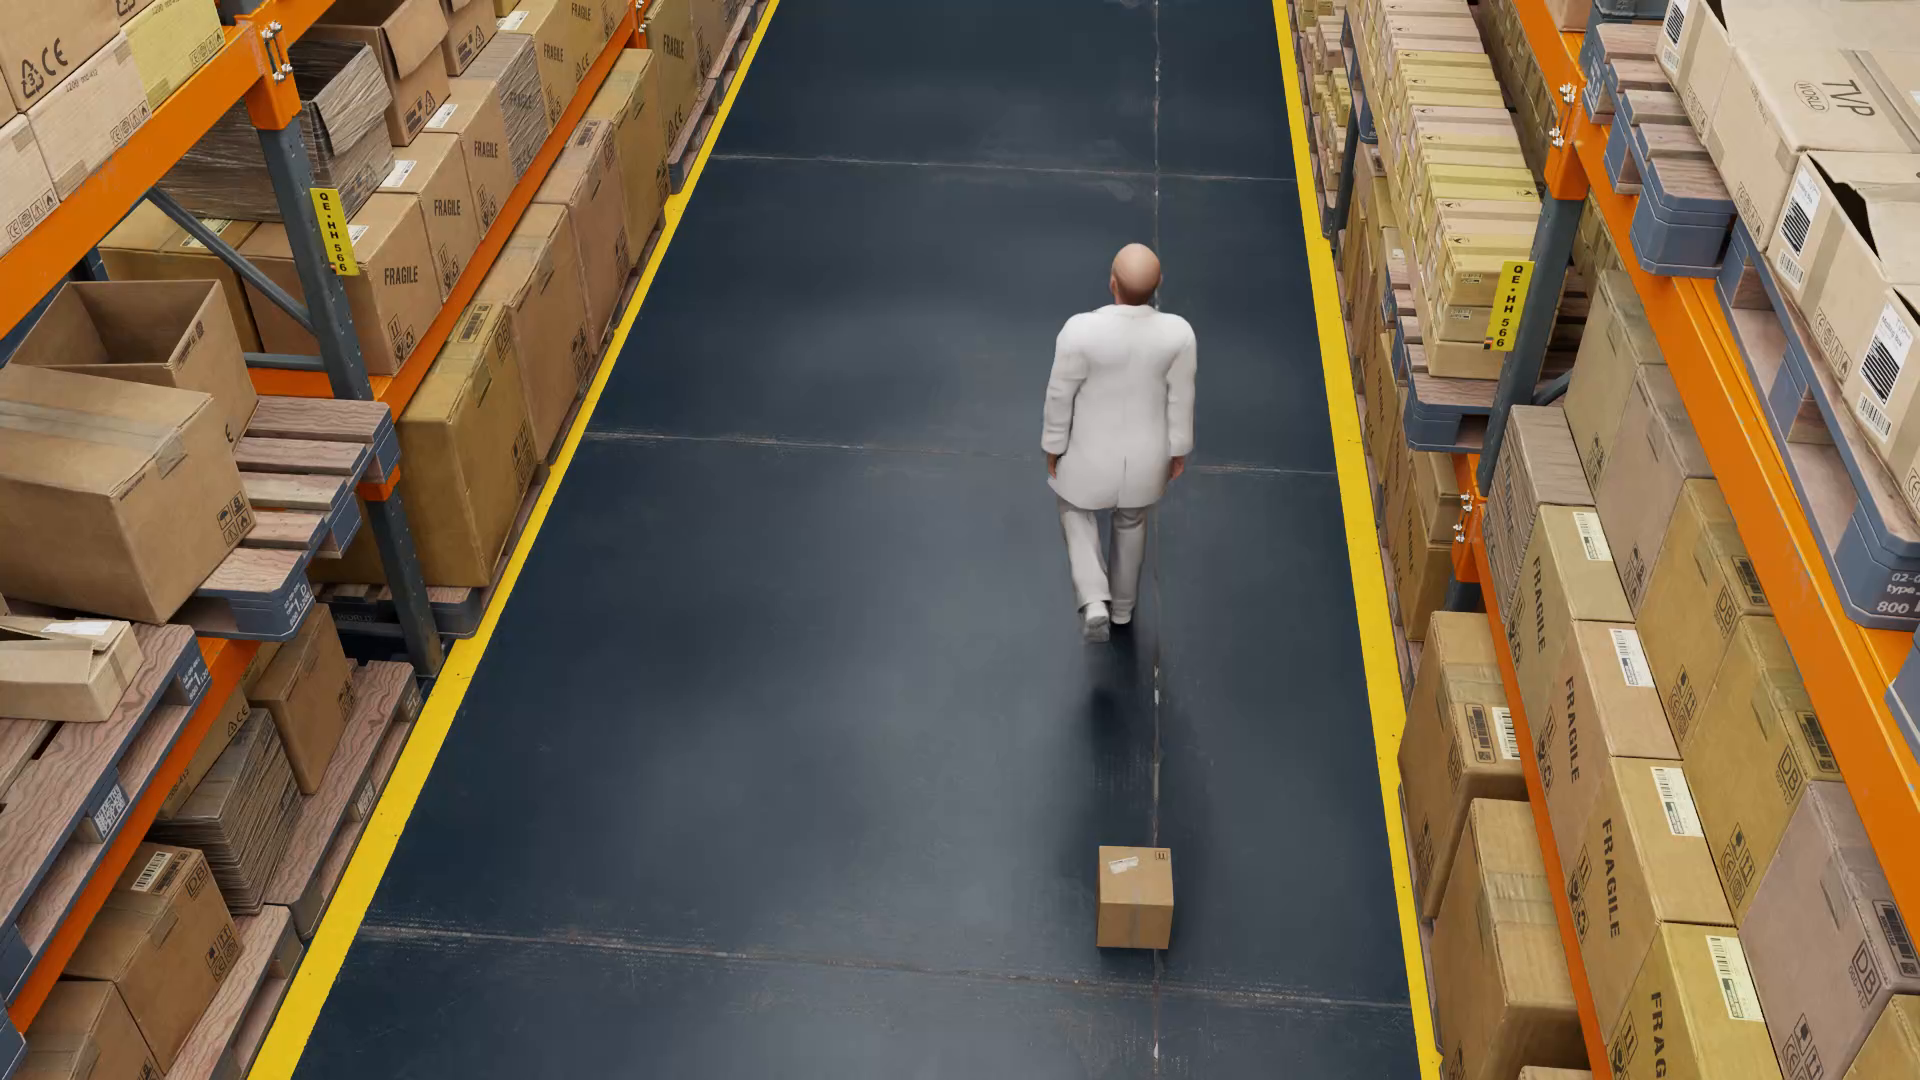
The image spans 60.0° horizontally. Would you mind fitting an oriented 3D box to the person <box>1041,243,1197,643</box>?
[{"bbox_3d":[0.624,-0.329,6.522,0.606,1.768,0.691,-3,40,-4],"label":"person"}]
